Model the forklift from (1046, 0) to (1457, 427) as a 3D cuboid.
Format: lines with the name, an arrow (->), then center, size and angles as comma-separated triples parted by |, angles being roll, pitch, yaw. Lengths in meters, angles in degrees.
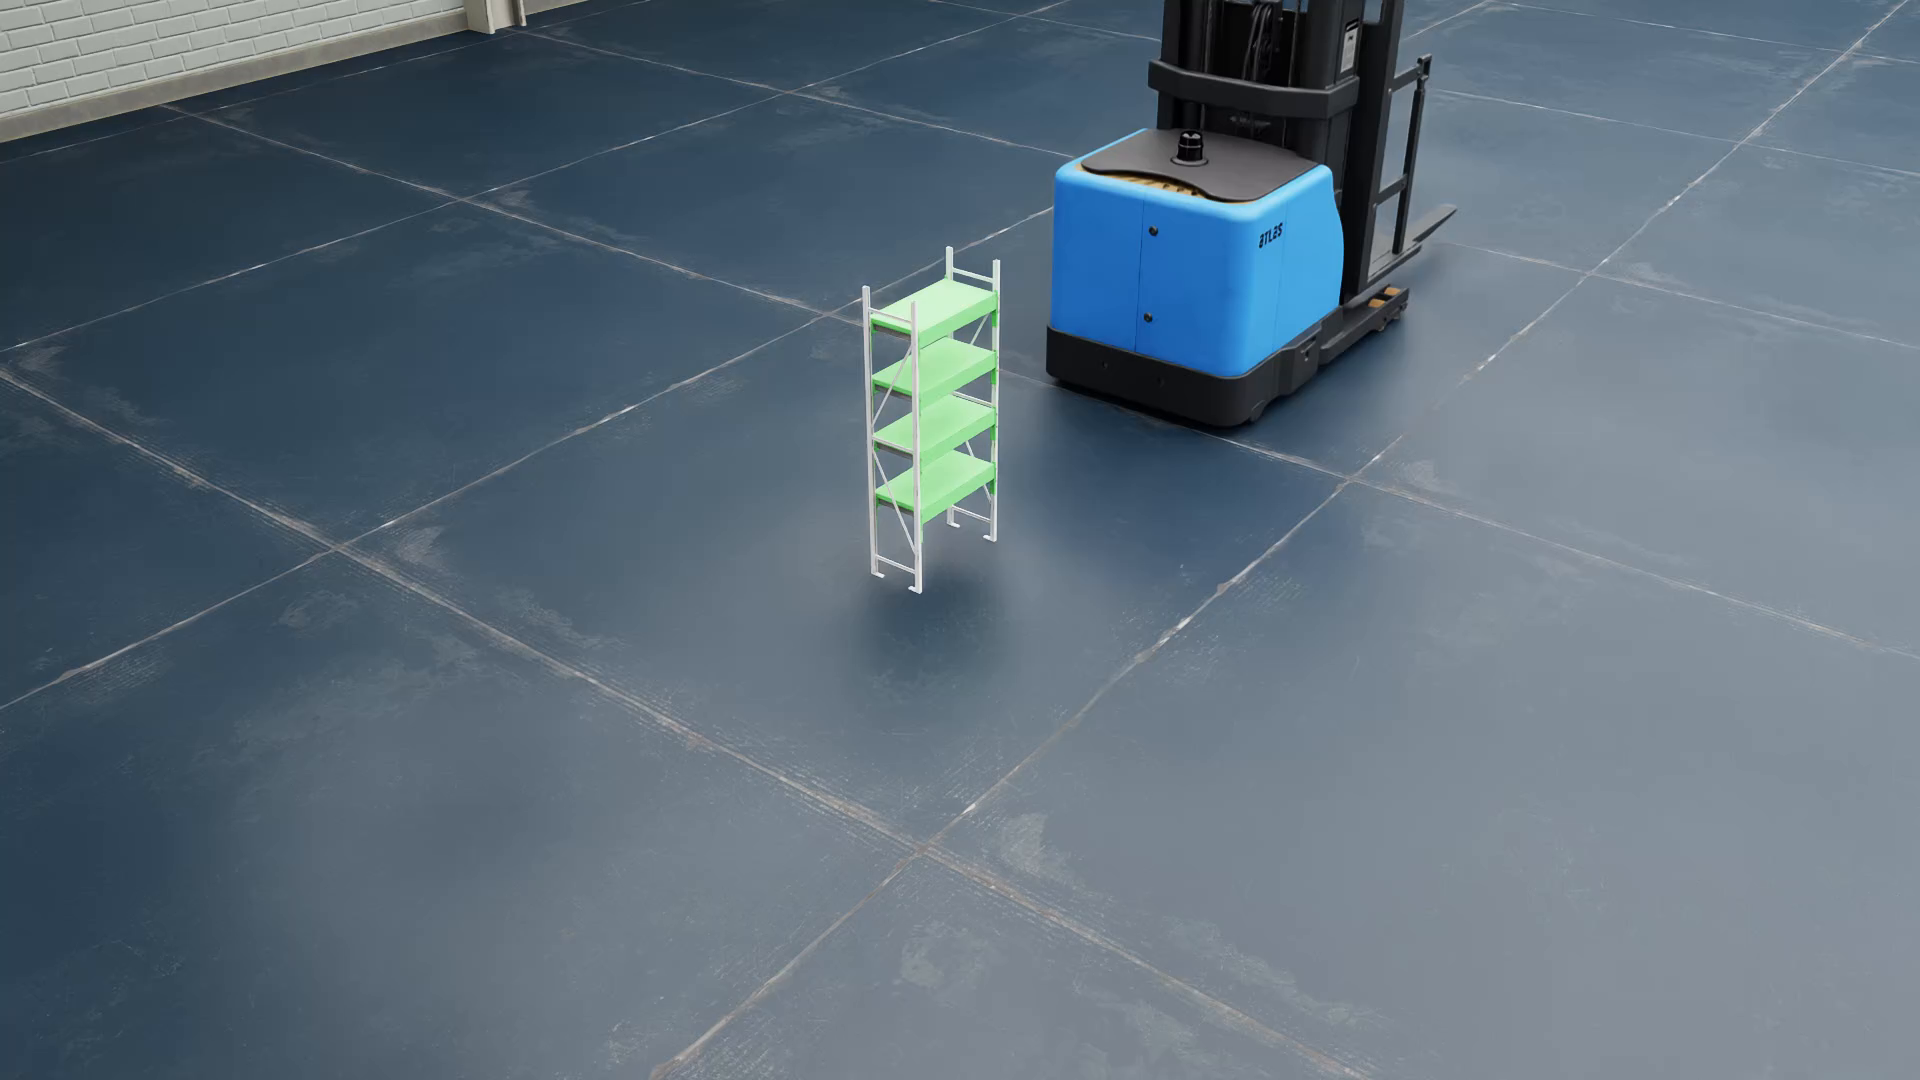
forklift -> 1.689, -2.466, 8.036 | 1.130, 2.935, 3.031 | 21, 36, 31

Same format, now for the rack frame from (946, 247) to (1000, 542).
rack frame -> 0.047, -0.548, 6.498 | 0.240, 1.200, 0.015 | 21, 37, 31

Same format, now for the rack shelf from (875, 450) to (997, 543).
rack shelf -> -0.100, -0.187, 6.486 | 0.258, 0.148, 0.480 | 21, 37, 31

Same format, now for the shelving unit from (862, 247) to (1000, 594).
shelving unit -> -0.100, -0.449, 6.331 | 0.258, 1.200, 0.503 | 21, 37, 31

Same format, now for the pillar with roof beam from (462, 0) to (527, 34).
pillar with roof beam -> -0.492, -6.894, 9.556 | 9.100, 9.000, 0.400 | 21, 37, 31

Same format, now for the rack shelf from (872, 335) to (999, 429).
rack shelf -> -0.100, -0.600, 6.241 | 0.258, 0.148, 0.480 | 21, 37, 31

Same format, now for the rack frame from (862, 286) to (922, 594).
rack frame -> -0.247, -0.350, 6.163 | 0.240, 1.200, 0.015 | 21, 37, 31

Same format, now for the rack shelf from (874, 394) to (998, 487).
rack shelf -> -0.100, -0.394, 6.363 | 0.258, 0.148, 0.480 | 21, 37, 31

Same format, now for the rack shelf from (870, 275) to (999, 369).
rack shelf -> -0.100, -0.807, 6.118 | 0.258, 0.148, 0.480 | 21, 37, 31
